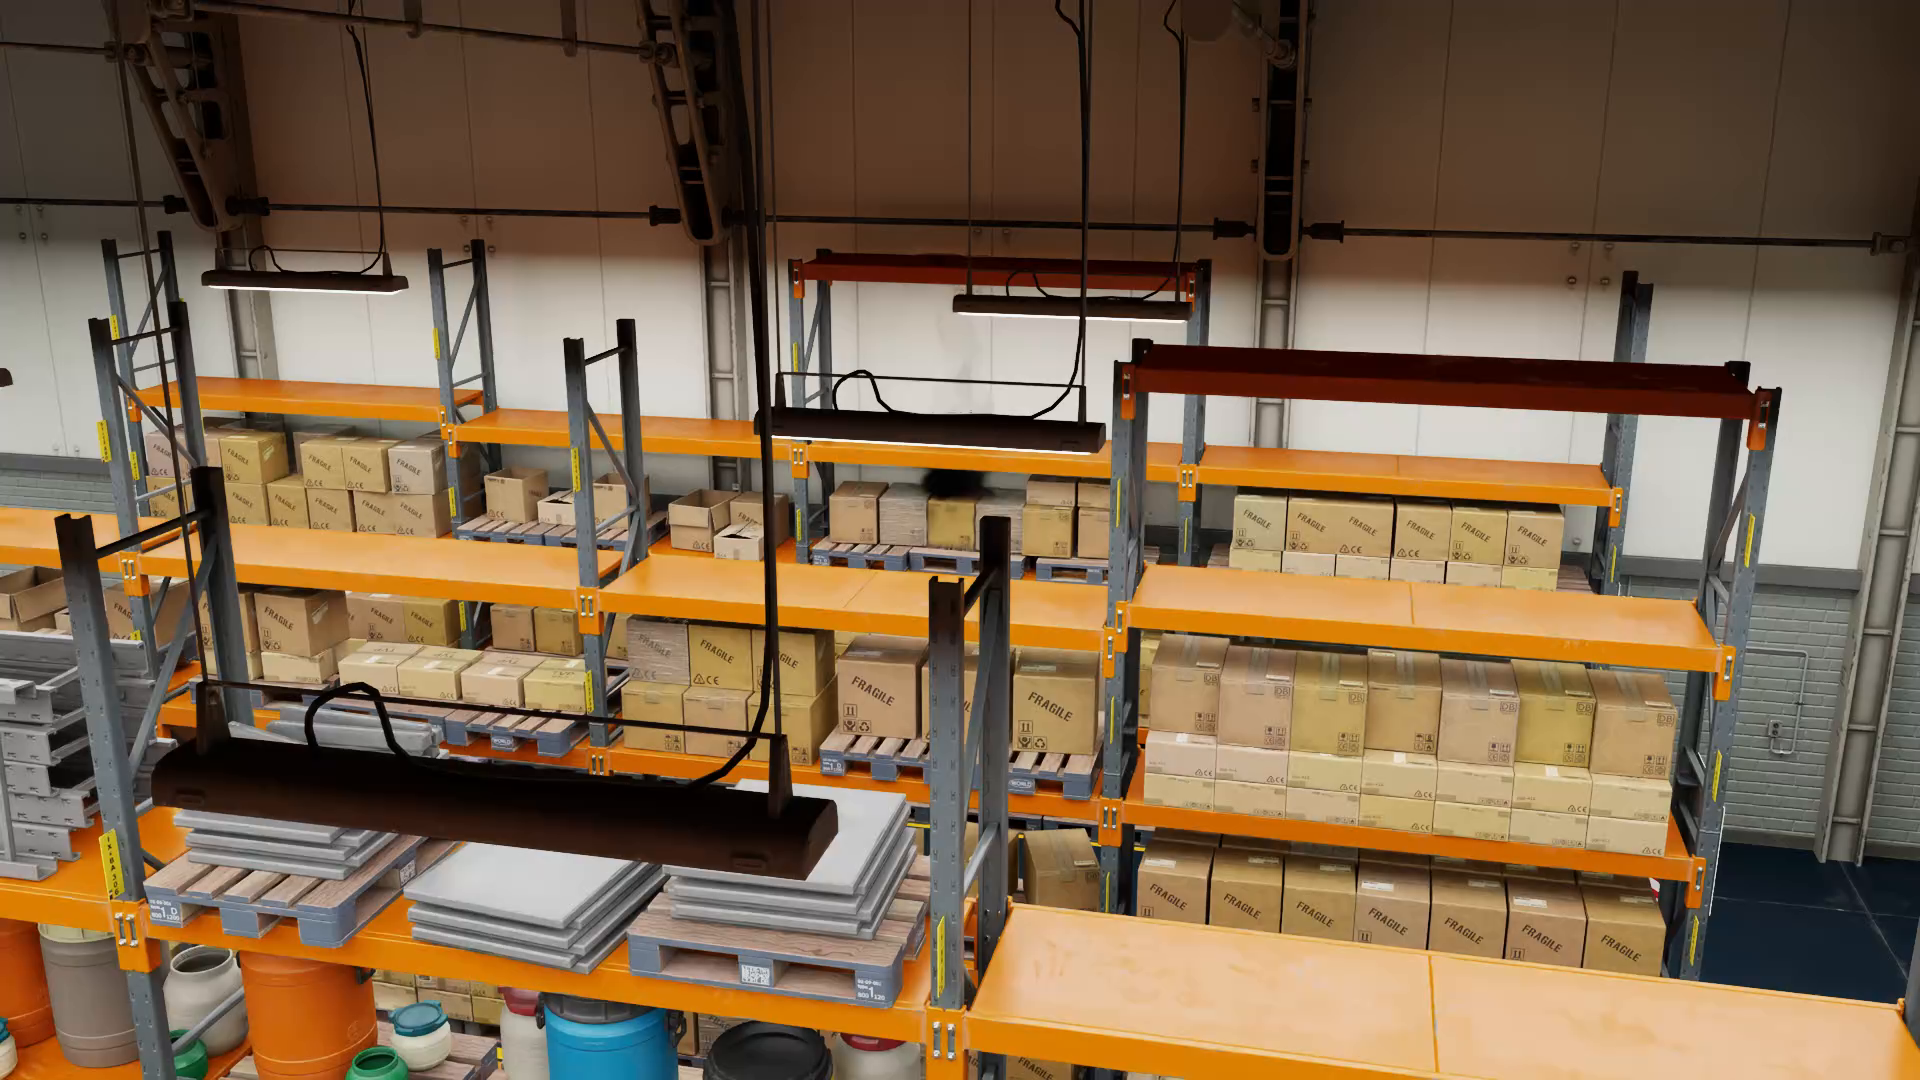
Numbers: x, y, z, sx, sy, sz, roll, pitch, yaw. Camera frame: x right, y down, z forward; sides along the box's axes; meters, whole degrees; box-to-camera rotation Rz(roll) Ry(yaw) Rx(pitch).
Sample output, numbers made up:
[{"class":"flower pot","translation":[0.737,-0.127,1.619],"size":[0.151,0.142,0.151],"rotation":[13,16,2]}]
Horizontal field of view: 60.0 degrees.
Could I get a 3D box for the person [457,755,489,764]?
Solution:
[{"class":"person","translation":[-4.921,2.603,16.628],"size":[0.554,1.590,0.579],"rotation":[1,16,3]}]
